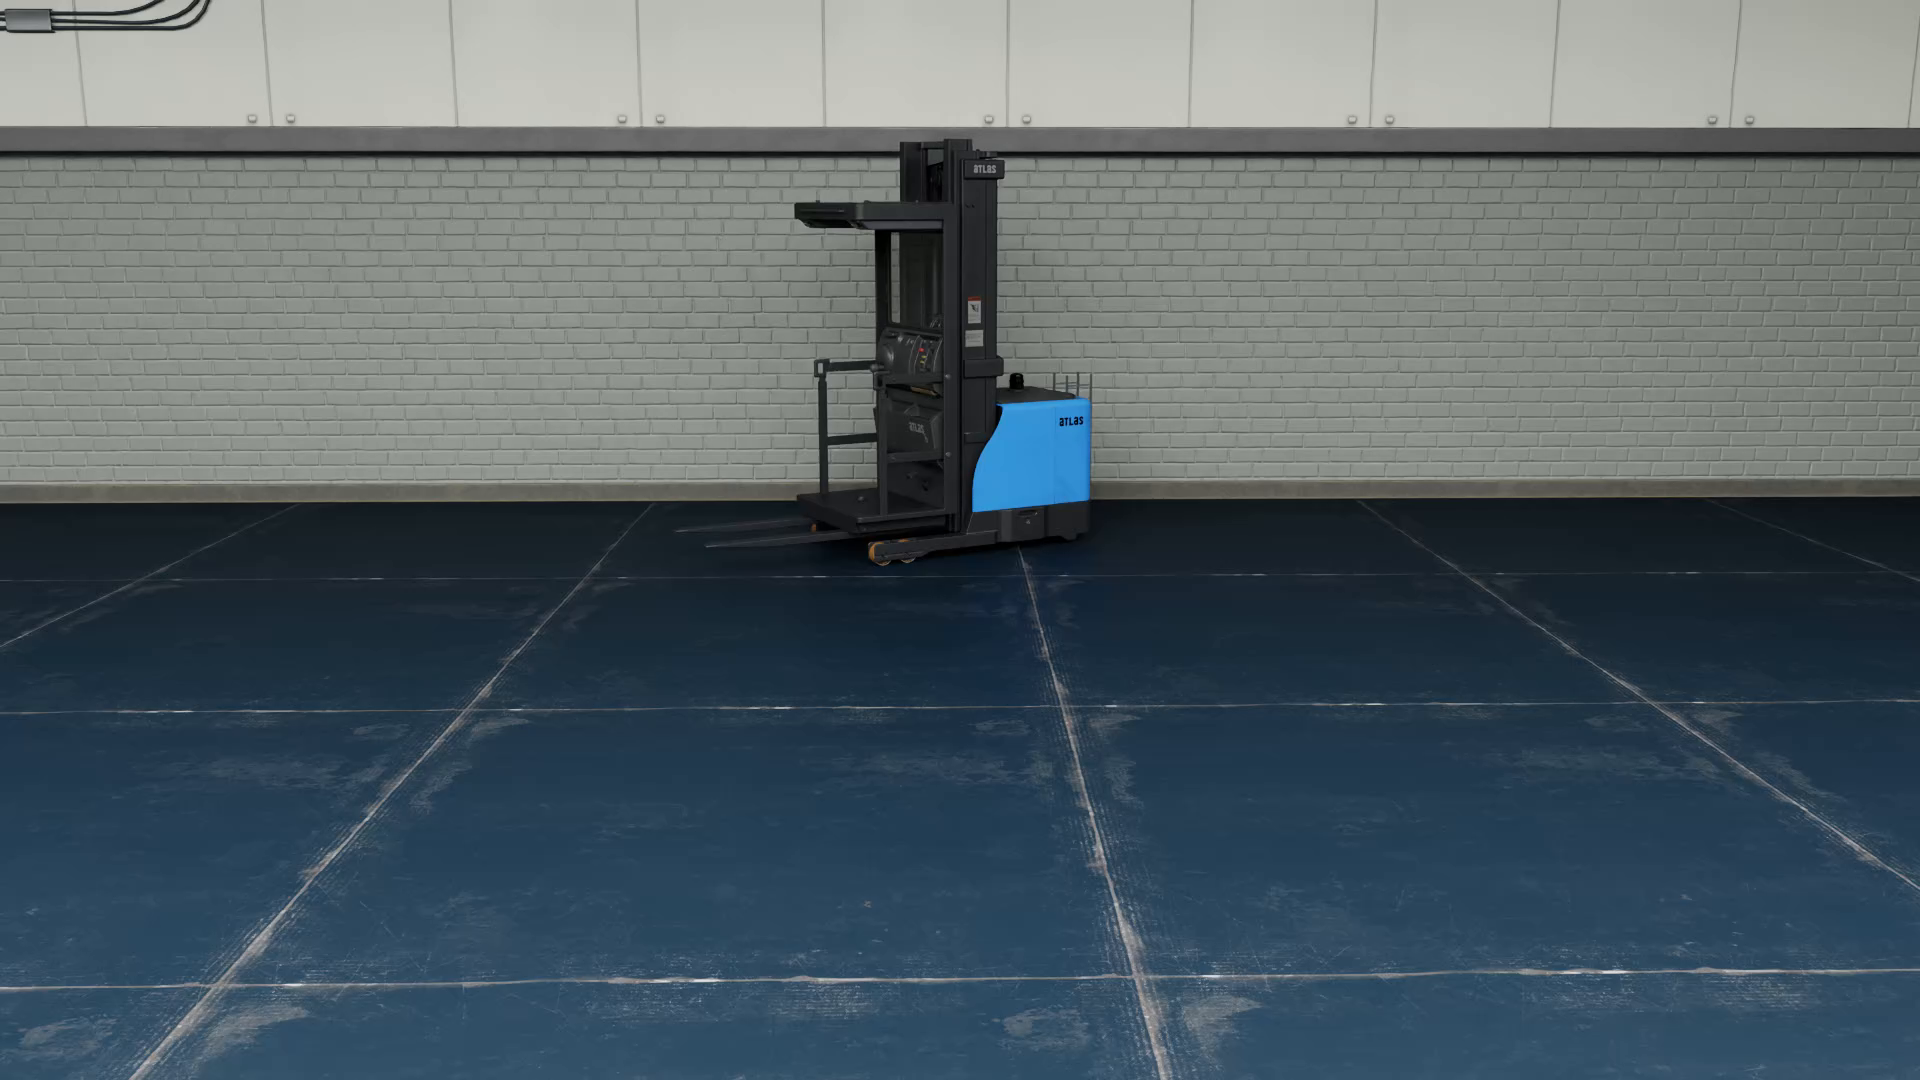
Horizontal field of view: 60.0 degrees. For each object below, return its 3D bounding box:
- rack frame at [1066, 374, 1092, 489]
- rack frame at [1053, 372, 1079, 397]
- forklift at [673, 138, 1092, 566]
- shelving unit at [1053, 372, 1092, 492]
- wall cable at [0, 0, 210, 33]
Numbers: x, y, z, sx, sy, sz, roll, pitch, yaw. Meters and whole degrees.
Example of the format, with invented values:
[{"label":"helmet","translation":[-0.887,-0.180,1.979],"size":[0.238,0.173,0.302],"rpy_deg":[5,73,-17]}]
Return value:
[{"label":"rack frame","translation":[0.916,-0.684,12.912],"size":[0.240,1.200,0.006],"rpy_deg":[-6,13,-28]},{"label":"rack frame","translation":[0.827,-0.716,13.069],"size":[0.240,1.200,0.006],"rpy_deg":[-6,13,-28]},{"label":"forklift","translation":[-0.549,-1.376,11.969],"size":[3.031,2.935,1.130],"rpy_deg":[-6,13,-28]},{"label":"shelving unit","translation":[0.872,-0.700,12.991],"size":[0.258,1.200,0.189],"rpy_deg":[-6,13,-28]},{"label":"wall cable","translation":[-7.104,-6.383,12.837],"size":[2.305,6.003,0.169],"rpy_deg":[0,11,-1]}]
